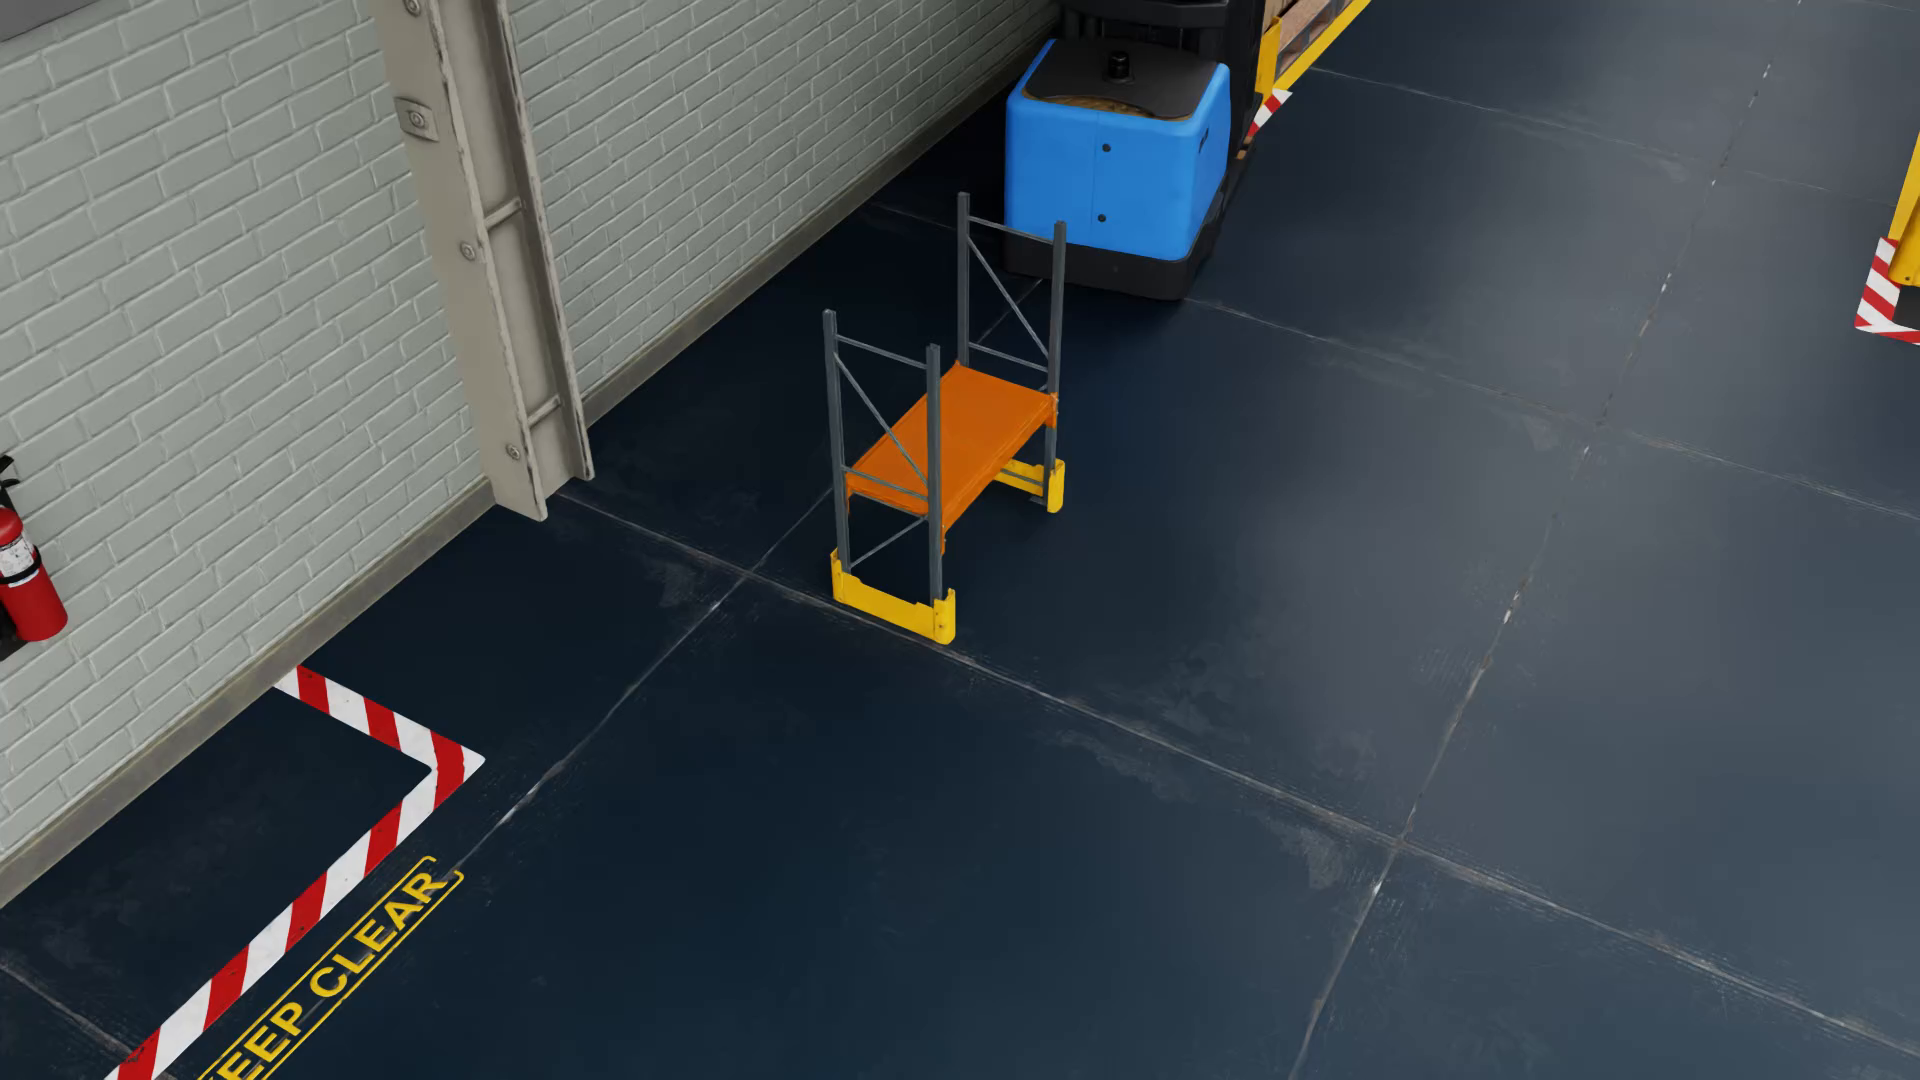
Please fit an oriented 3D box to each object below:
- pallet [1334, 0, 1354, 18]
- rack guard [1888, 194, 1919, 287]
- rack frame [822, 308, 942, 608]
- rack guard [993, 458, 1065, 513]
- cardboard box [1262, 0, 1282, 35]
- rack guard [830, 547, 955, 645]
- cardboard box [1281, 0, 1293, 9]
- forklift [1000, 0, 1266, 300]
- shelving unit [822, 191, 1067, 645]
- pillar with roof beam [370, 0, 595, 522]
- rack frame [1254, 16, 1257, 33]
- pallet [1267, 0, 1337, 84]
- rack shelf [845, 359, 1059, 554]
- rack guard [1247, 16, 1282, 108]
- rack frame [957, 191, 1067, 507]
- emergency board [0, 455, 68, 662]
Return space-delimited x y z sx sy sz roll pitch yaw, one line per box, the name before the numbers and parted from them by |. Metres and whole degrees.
pallet | 2.524 -4.265 12.249 1.003 0.211 1.213 21 45 22
rack guard | 5.716 -1.531 8.926 1.175 0.500 0.348 21 45 22
rack frame | -0.297 -0.223 6.684 0.500 1.500 0.032 21 45 22
rack guard | 0.211 -0.335 7.757 0.587 0.250 0.087 21 45 22
cardboard box | 1.861 -3.641 11.132 0.500 0.311 0.500 16 44 17
rack guard | -0.287 0.235 7.110 0.587 0.250 0.087 21 45 22
cardboard box | 2.147 -3.968 11.503 0.500 0.311 0.500 25 47 25
forklift | 1.181 -3.369 9.173 1.130 2.935 3.031 13 43 14
shelving unit | -0.038 -0.519 7.020 0.587 1.500 1.083 21 45 22
pillar with roof beam | 1.763 -2.200 3.255 9.100 9.000 0.400 21 45 22
rack frame | 1.437 -4.119 9.973 1.000 3.000 0.127 21 45 22
pallet | 1.912 -3.569 11.459 1.003 0.211 1.213 21 45 22
rack shelf | -0.043 -0.379 7.133 0.538 0.185 1.000 21 45 22
rack guard | 1.475 -3.225 10.849 1.175 0.500 0.348 21 45 22
rack frame | 0.212 -0.805 7.345 0.500 1.500 0.032 21 45 22
emergency board | -3.234 0.029 5.263 0.194 1.169 0.643 21 45 22
